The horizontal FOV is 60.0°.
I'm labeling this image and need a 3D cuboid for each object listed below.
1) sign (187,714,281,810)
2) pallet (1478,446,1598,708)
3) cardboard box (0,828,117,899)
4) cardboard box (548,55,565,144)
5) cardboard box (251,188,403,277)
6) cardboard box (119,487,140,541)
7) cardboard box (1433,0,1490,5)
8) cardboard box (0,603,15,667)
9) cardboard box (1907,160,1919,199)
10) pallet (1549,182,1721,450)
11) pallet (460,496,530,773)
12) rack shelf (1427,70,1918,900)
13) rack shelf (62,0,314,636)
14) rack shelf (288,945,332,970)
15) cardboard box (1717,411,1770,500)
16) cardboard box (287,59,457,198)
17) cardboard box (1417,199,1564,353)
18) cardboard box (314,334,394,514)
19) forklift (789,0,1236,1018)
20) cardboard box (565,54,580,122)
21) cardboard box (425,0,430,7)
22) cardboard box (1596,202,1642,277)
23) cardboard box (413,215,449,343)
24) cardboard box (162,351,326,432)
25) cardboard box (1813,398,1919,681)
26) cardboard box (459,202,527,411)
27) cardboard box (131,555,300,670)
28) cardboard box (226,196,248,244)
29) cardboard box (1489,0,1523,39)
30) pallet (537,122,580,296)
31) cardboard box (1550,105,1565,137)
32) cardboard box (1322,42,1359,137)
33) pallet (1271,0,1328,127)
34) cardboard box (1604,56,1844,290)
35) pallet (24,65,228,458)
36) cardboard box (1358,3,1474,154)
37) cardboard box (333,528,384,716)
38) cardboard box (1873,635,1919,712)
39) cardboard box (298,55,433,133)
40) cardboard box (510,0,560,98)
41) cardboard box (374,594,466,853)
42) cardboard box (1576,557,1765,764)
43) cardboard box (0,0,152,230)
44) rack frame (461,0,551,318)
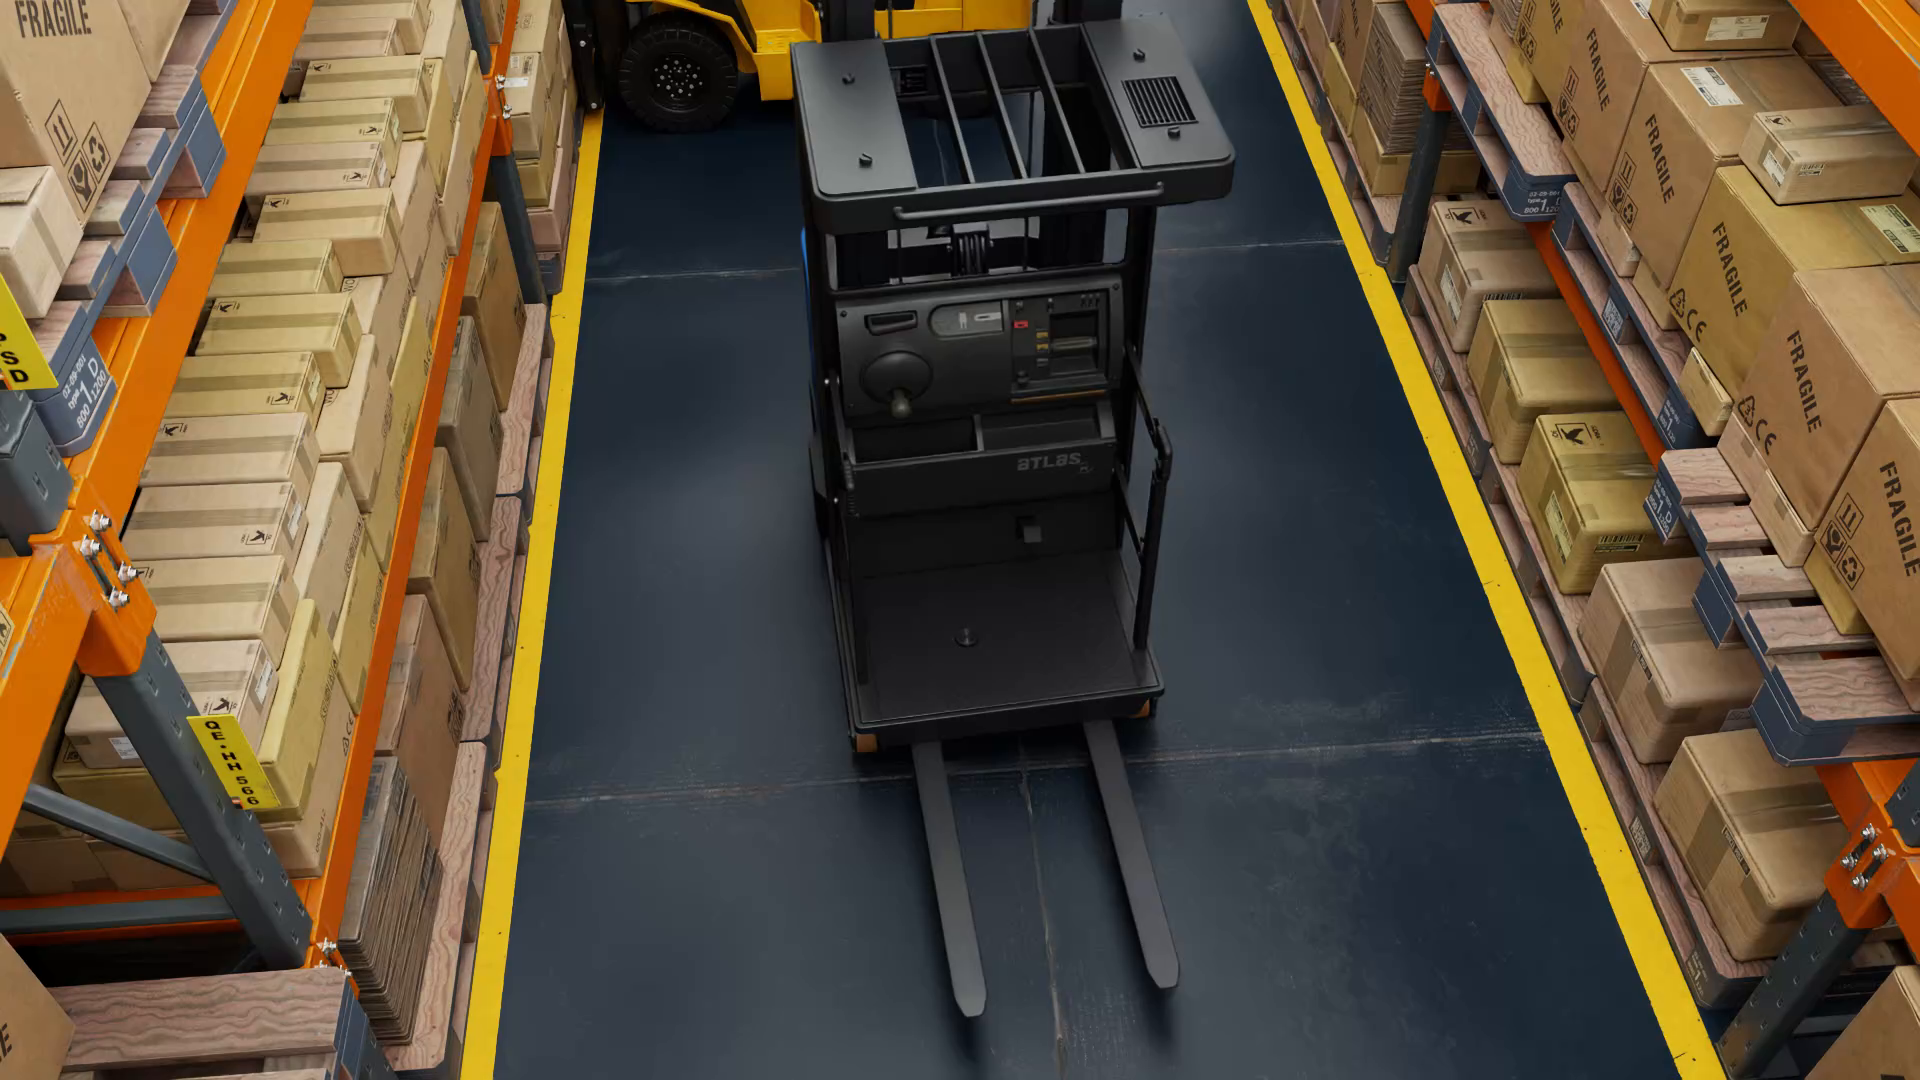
[{"bbox_3d":[-1.527,0.470,3.496,0.100,0.325,0.005,-3,47,-3],"label":"sign"},{"bbox_3d":[2.716,0.089,6.520,1.003,0.211,1.213,-3,47,-3],"label":"pallet"},{"bbox_3d":[-2.359,0.623,4.198,0.500,0.250,0.500,-4,47,-4],"label":"cardboard box"},{"bbox_3d":[-2.179,-2.117,7.949,0.500,0.250,0.500,-4,47,-4],"label":"cardboard box"},{"bbox_3d":[-1.916,-0.927,5.047,0.380,0.149,0.250,-5,47,-4],"label":"cardboard box"},{"bbox_3d":[-2.426,0.082,4.365,0.500,0.250,0.500,-3,47,-3],"label":"cardboard box"},{"bbox_3d":[2.214,-2.445,7.173,0.380,0.149,0.250,-4,47,-4],"label":"cardboard box"},{"bbox_3d":[-1.782,0.257,2.478,0.500,0.250,0.500,-5,47,-5],"label":"cardboard box"},{"bbox_3d":[2.970,-0.805,4.883,0.500,0.500,0.500,-3,47,-3],"label":"cardboard box"},{"bbox_3d":[2.673,-0.787,5.562,1.003,0.211,1.213,-3,47,-3],"label":"pallet"},{"bbox_3d":[-2.196,0.361,6.263,1.003,0.211,1.213,-3,47,-3],"label":"pallet"},{"bbox_3d":[2.712,-0.623,5.770,1.077,0.370,4.000,-3,47,-3],"label":"rack shelf"},{"bbox_3d":[-2.234,-1.350,4.393,1.077,0.370,4.000,-3,47,-3],"label":"rack shelf"},{"bbox_3d":[-1.899,2.575,2.741,1.077,0.370,4.000,-3,47,-3],"label":"rack shelf"},{"bbox_3d":[2.444,-0.256,4.811,0.380,0.149,0.250,-5,47,-5],"label":"cardboard box"},{"bbox_3d":[-2.056,-1.422,5.790,0.500,0.250,0.500,-5,47,-4],"label":"cardboard box"},{"bbox_3d":[2.591,-1.179,7.322,0.950,0.372,0.625,-3,47,-3],"label":"cardboard box"},{"bbox_3d":[-1.927,-0.318,4.744,0.500,0.250,0.500,-5,47,-4],"label":"cardboard box"},{"bbox_3d":[0.106,-0.523,5.227,1.130,2.935,3.031,-7,47,-6],"label":"forklift"},{"bbox_3d":[-2.229,-2.320,8.485,0.500,0.250,0.500,-3,47,-3],"label":"cardboard box"},{"bbox_3d":[-2.152,-2.037,6.098,0.380,0.149,0.250,-2,47,-2],"label":"cardboard box"},{"bbox_3d":[2.357,-1.012,5.526,0.380,0.149,0.250,-2,47,-2],"label":"cardboard box"},{"bbox_3d":[-2.040,-0.889,5.629,0.500,0.250,0.500,-3,47,-3],"label":"cardboard box"},{"bbox_3d":[-1.956,-0.371,4.520,0.380,0.149,0.250,-3,47,-3],"label":"cardboard box"},{"bbox_3d":[2.564,-0.017,4.137,0.500,0.500,0.500,-5,47,-4],"label":"cardboard box"},{"bbox_3d":[-2.347,-0.964,6.944,0.875,0.625,0.625,-2,47,-2],"label":"cardboard box"},{"bbox_3d":[-1.824,0.182,3.996,0.380,0.149,0.250,-3,47,-2],"label":"cardboard box"},{"bbox_3d":[-2.551,-1.015,5.404,0.500,0.250,0.500,-5,47,-4],"label":"cardboard box"},{"bbox_3d":[2.298,-2.242,6.245,0.500,0.500,0.500,-2,47,-2],"label":"cardboard box"},{"bbox_3d":[-2.426,-1.632,8.151,1.003,0.211,1.213,-3,47,-3],"label":"pallet"},{"bbox_3d":[2.388,-1.575,6.060,0.380,0.149,0.250,-1,47,-1],"label":"cardboard box"},{"bbox_3d":[2.172,-2.313,8.479,0.500,0.250,0.500,-5,47,-4],"label":"cardboard box"},{"bbox_3d":[2.348,-2.727,9.188,1.003,0.211,1.213,-3,47,-3],"label":"pallet"},{"bbox_3d":[2.422,-1.150,5.210,0.500,0.500,0.500,-5,47,-5],"label":"cardboard box"},{"bbox_3d":[-2.213,-0.571,3.289,1.213,0.211,1.003,-2,47,-1],"label":"pallet"},{"bbox_3d":[2.227,-2.186,7.843,0.500,0.500,0.500,-4,47,-4],"label":"cardboard box"},{"bbox_3d":[-1.898,0.232,4.567,0.500,0.250,0.500,-4,47,-4],"label":"cardboard box"},{"bbox_3d":[2.617,0.295,4.288,0.380,0.149,0.250,-2,47,-2],"label":"cardboard box"},{"bbox_3d":[-1.990,-1.489,5.579,0.380,0.149,0.250,-5,47,-5],"label":"cardboard box"},{"bbox_3d":[-2.162,-2.296,7.774,0.500,0.250,0.500,-3,47,-3],"label":"cardboard box"},{"bbox_3d":[-2.168,0.628,5.435,0.875,0.625,0.625,-2,47,-2],"label":"cardboard box"},{"bbox_3d":[2.772,0.393,5.833,0.950,0.372,0.625,-4,47,-4],"label":"cardboard box"},{"bbox_3d":[-1.885,-0.903,3.046,0.500,0.500,0.500,-3,47,-3],"label":"cardboard box"},{"bbox_3d":[-2.402,-2.013,6.591,1.000,3.000,0.127,-3,47,-3],"label":"rack frame"}]
